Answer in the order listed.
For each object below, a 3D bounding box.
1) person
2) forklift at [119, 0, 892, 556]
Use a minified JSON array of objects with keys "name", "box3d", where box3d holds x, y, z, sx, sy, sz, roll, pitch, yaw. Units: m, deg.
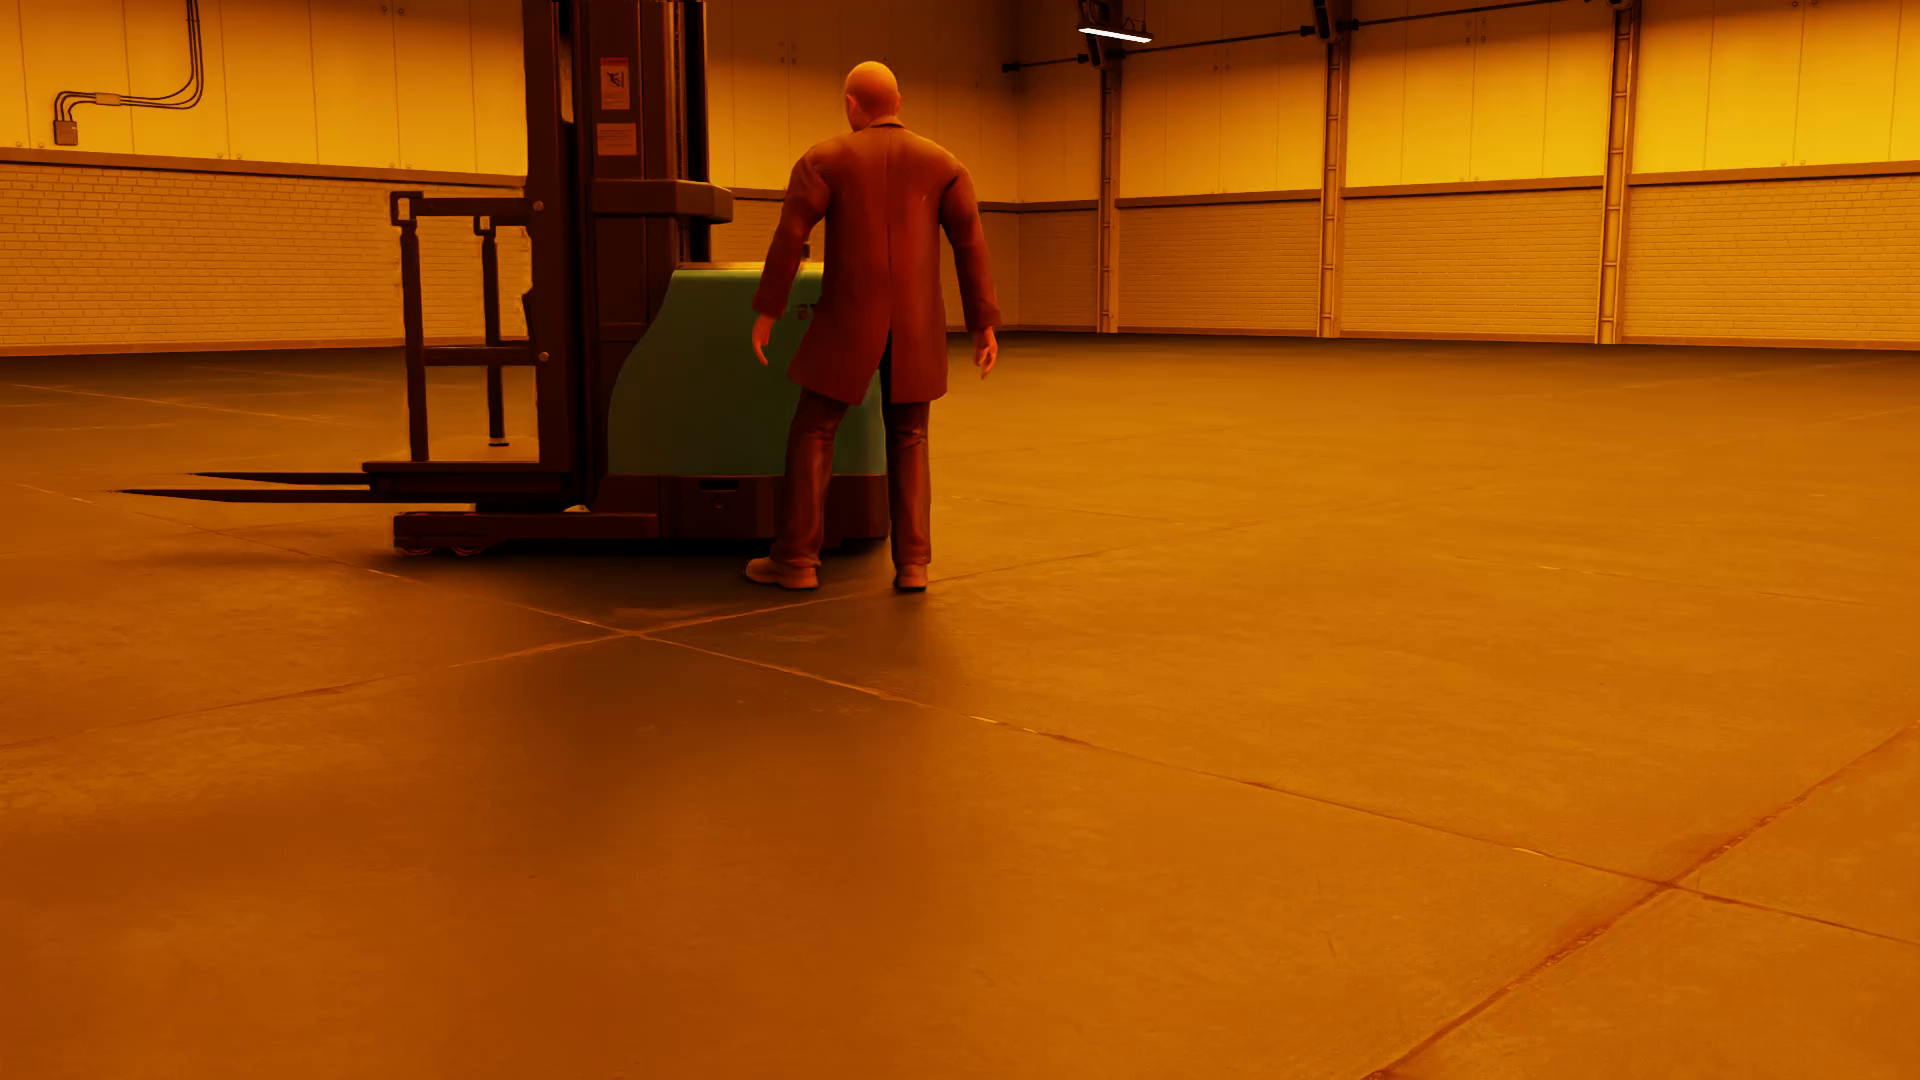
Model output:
[{"name":"person","box3d":[-0.294,-0.718,5.616,0.849,1.752,0.430,-2,9,-15]},{"name":"forklift","box3d":[-1.768,-1.466,6.612,3.031,2.935,1.130,0,9,1]}]
